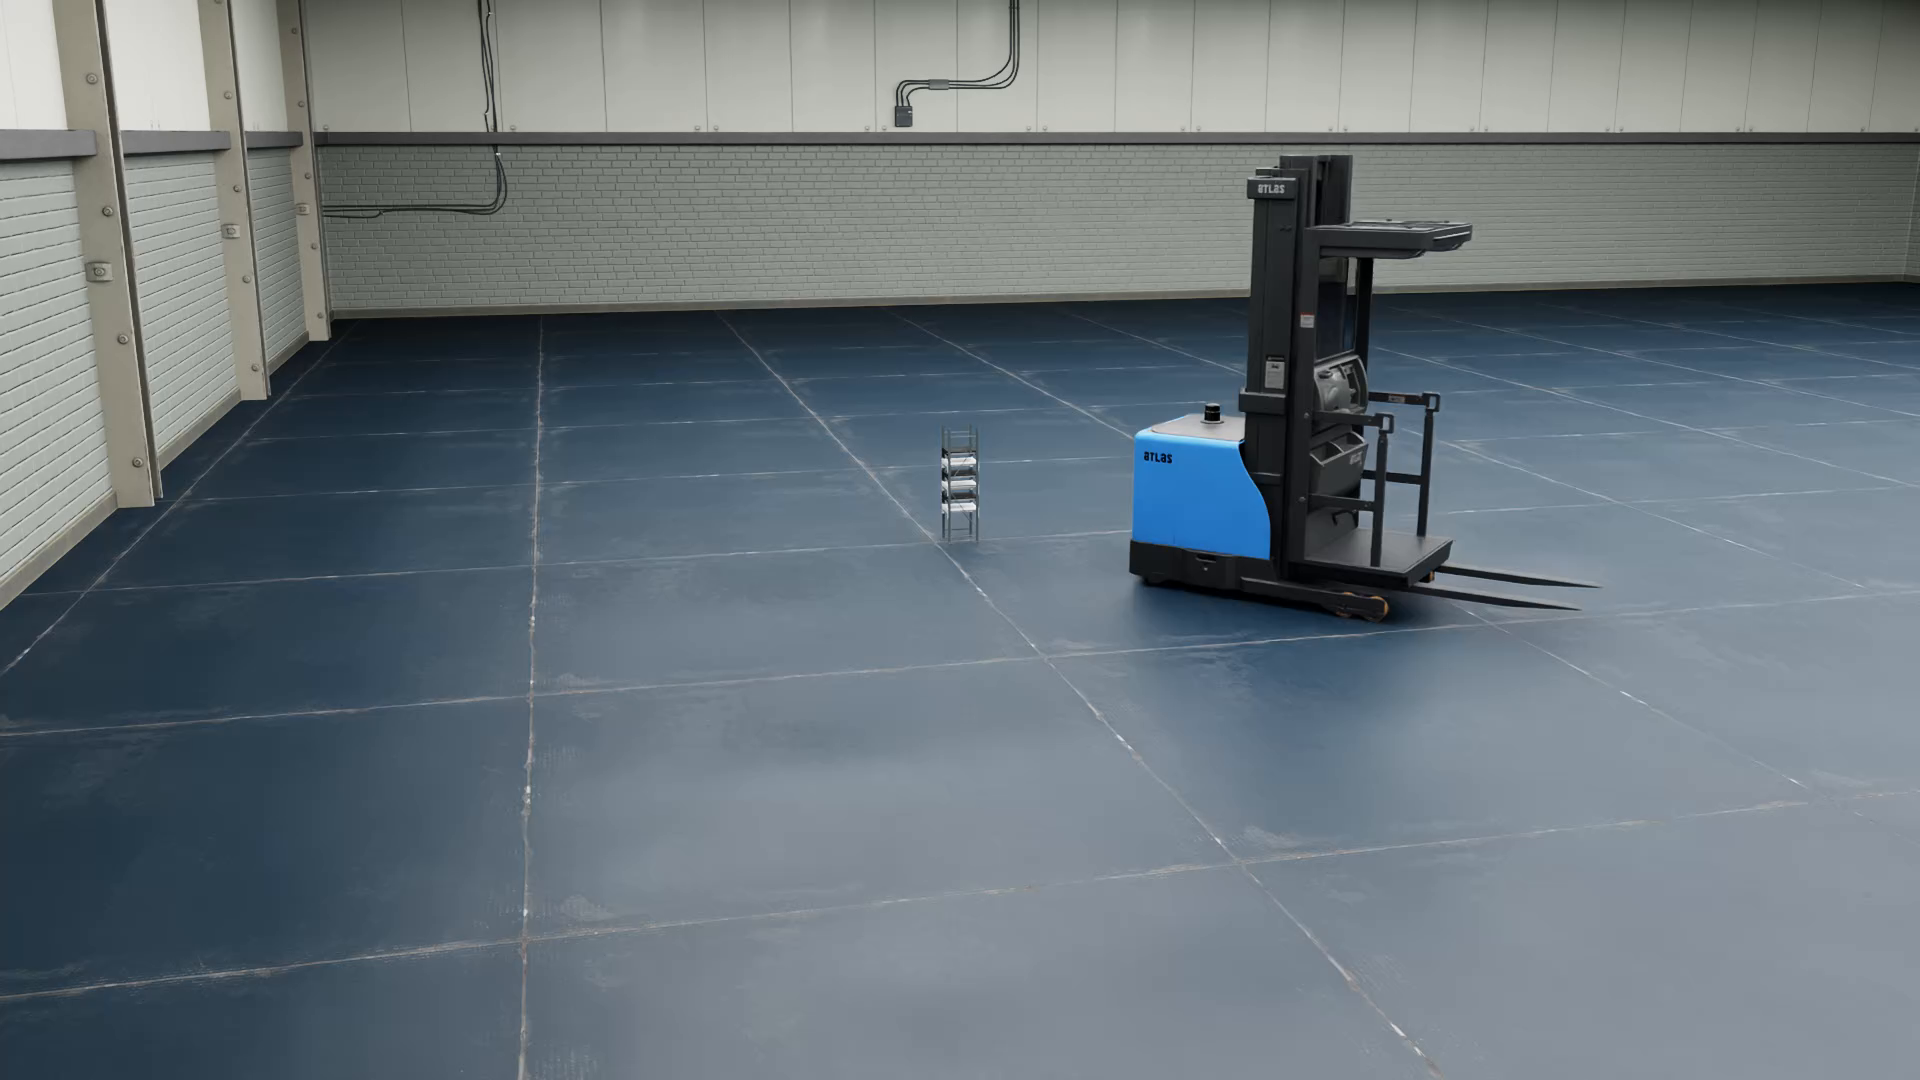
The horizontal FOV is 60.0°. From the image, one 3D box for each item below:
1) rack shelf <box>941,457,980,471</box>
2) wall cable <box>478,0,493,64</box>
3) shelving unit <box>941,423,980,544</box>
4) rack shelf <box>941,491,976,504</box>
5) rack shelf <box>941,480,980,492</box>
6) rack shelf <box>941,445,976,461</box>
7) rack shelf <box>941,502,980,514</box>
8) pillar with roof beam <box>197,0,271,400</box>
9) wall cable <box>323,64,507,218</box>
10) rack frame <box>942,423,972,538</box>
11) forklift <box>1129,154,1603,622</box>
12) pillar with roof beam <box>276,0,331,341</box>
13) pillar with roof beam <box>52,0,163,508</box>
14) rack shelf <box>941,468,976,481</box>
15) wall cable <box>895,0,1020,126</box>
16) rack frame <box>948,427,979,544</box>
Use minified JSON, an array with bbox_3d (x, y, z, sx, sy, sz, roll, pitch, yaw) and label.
[{"bbox_3d":[0.002,-0.578,12.778,0.258,0.077,0.200,-3,14,-13],"label":"rack shelf"},{"bbox_3d":[-6.634,-9.312,27.982,3.097,2.526,0.112,-3,14,-13],"label":"wall cable"},{"bbox_3d":[0.002,-0.435,12.813,0.258,0.900,0.210,-3,14,-13],"label":"shelving unit"},{"bbox_3d":[0.002,-0.315,12.842,0.258,0.077,0.200,-3,14,-13],"label":"rack shelf"},{"bbox_3d":[0.002,-0.403,12.820,0.258,0.077,0.200,-3,14,-13],"label":"rack shelf"},{"bbox_3d":[0.002,-0.665,12.756,0.258,0.077,0.200,-3,14,-13],"label":"rack shelf"},{"bbox_3d":[0.002,-0.228,12.863,0.258,0.077,0.200,-3,14,-13],"label":"rack shelf"},{"bbox_3d":[-4.263,-6.319,19.829,9.100,9.000,0.400,-3,14,-13],"label":"pillar with roof beam"},{"bbox_3d":[-9.264,-6.708,27.964,3.097,2.526,0.112,-3,14,-13],"label":"wall cable"},{"bbox_3d":[-0.022,-0.459,12.909,0.240,0.900,0.006,-3,14,-13],"label":"rack frame"},{"bbox_3d":[2.713,-1.038,10.999,3.031,2.935,1.130,8,16,31],"label":"forklift"},{"bbox_3d":[-5.673,-7.703,25.495,9.100,9.000,0.400,-3,14,-13],"label":"pillar with roof beam"},{"bbox_3d":[-2.854,-4.934,14.164,9.100,9.000,0.400,-3,14,-13],"label":"pillar with roof beam"},{"bbox_3d":[0.002,-0.490,12.799,0.258,0.077,0.200,-3,14,-13],"label":"rack shelf"},{"bbox_3d":[-0.032,-10.394,29.343,2.305,6.003,0.169,-3,14,-13],"label":"wall cable"},{"bbox_3d":[0.026,-0.412,12.717,0.240,0.900,0.006,-3,14,-13],"label":"rack frame"}]
